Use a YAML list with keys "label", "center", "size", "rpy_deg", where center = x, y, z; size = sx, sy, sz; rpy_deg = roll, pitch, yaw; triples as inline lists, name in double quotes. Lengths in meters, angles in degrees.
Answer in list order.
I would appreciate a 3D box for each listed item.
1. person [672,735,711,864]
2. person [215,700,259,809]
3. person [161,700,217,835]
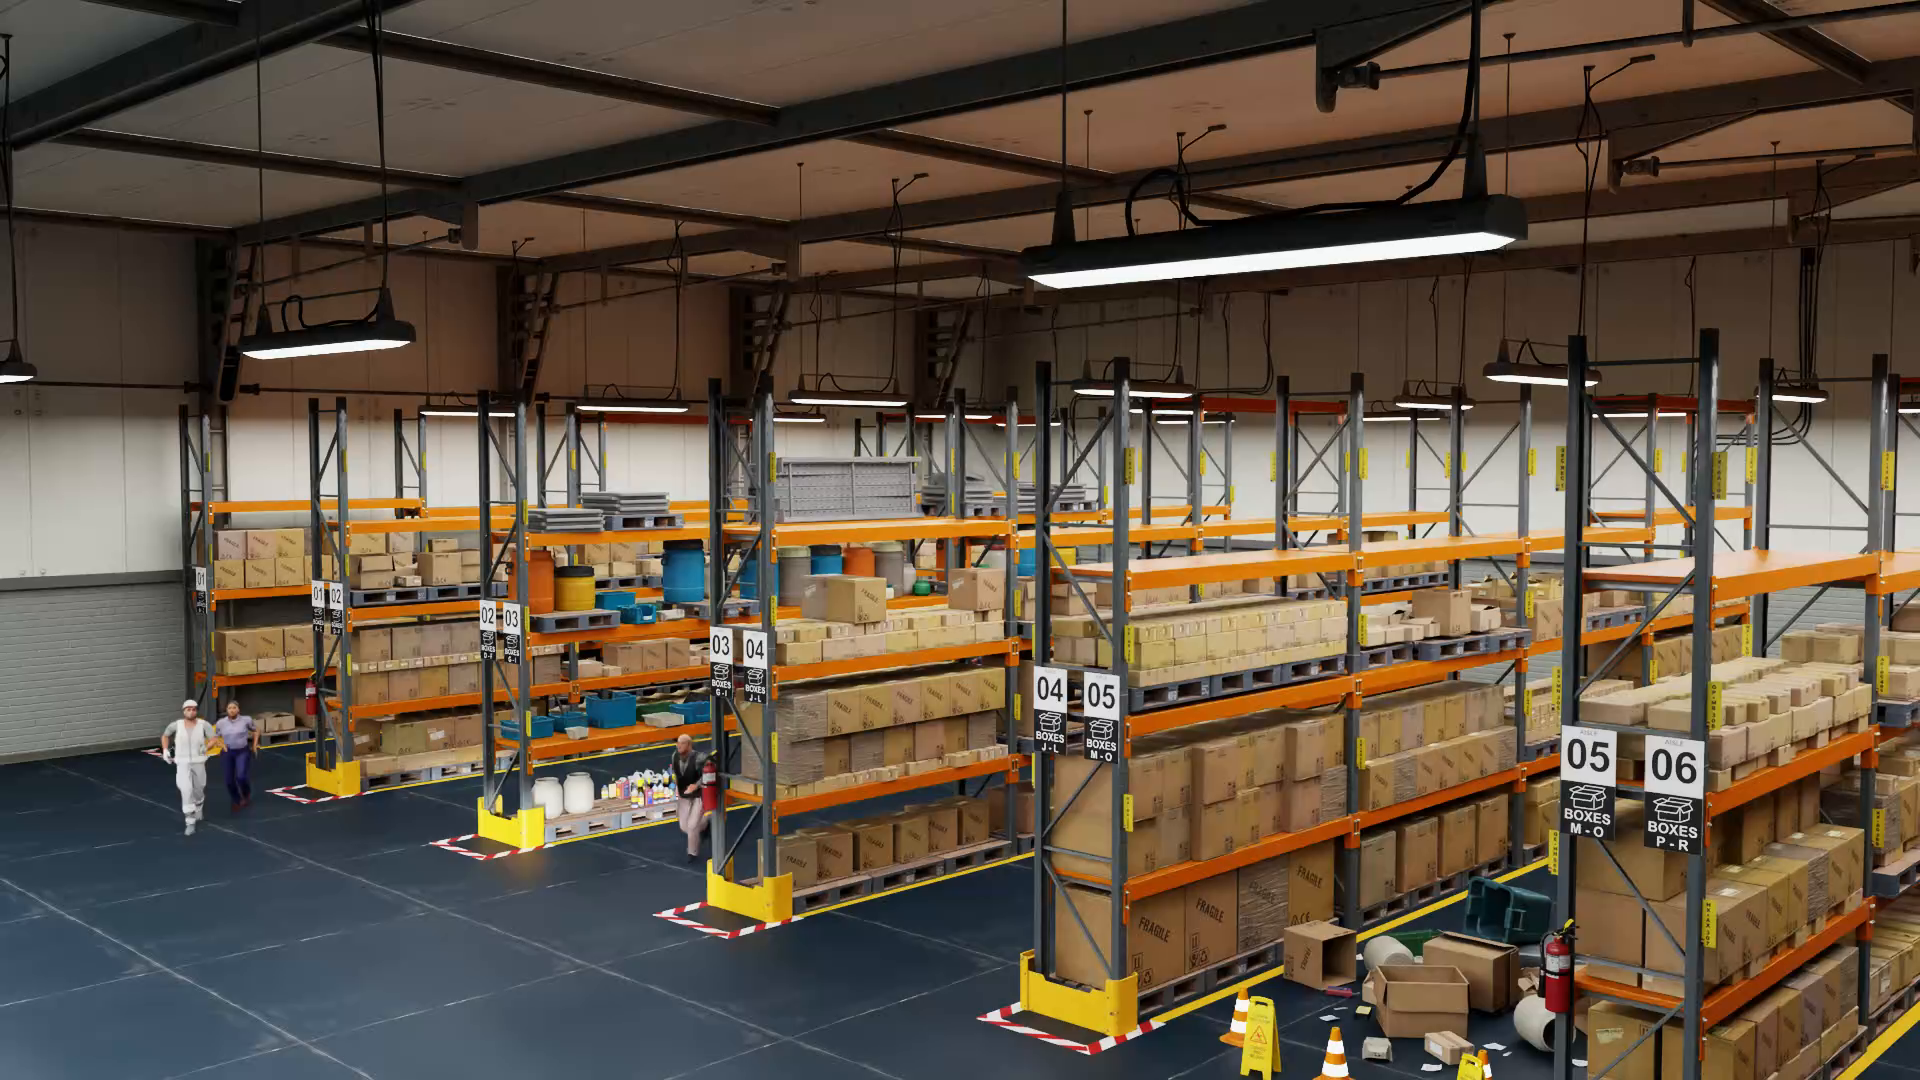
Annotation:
- label: "person"
  center: [-3.353, 3.250, 21.053]
  size: [0.653, 1.659, 0.752]
  rpy_deg: [1, 3, 20]
- label: "person"
  center: [-10.404, 3.098, 23.891]
  size: [0.584, 1.602, 0.666]
  rpy_deg: [-1, 3, -15]
- label: "person"
  center: [-10.531, 3.068, 22.743]
  size: [0.682, 1.772, 0.951]
  rpy_deg: [-2, 3, -28]
